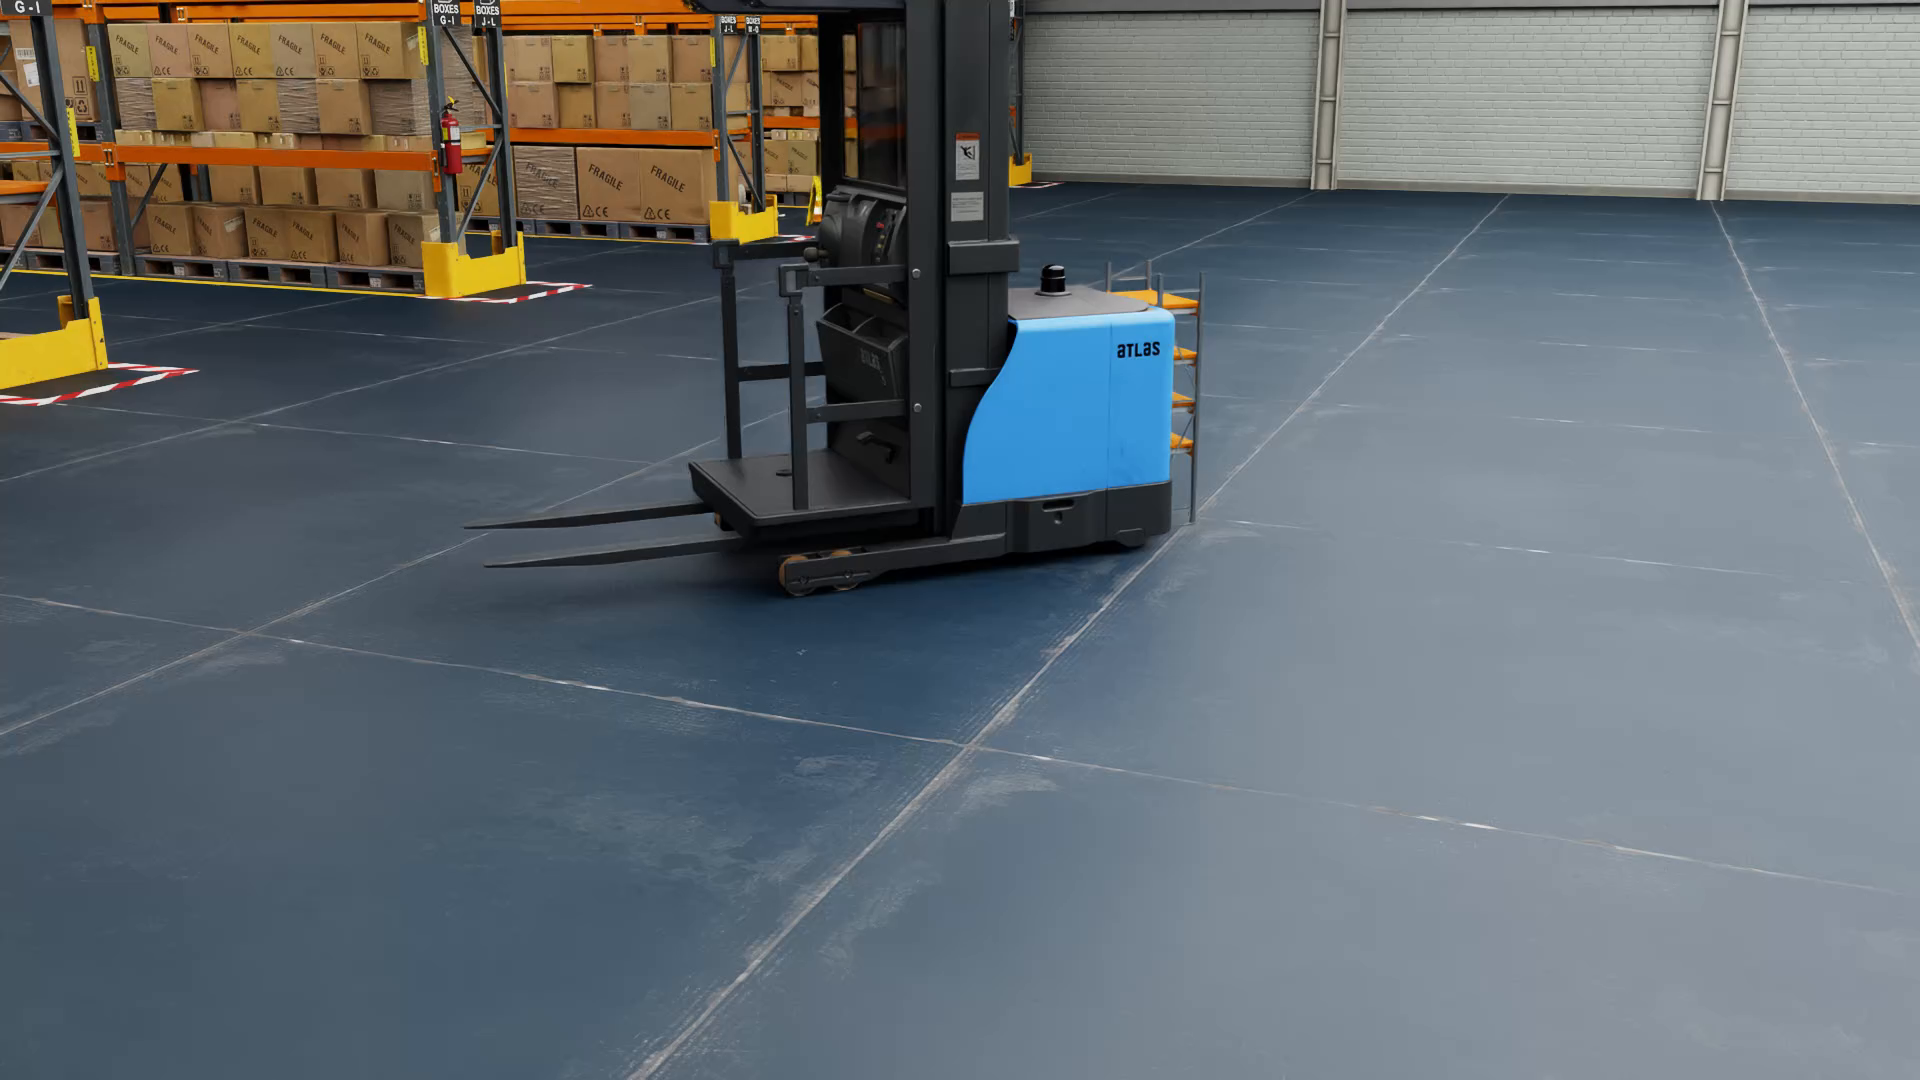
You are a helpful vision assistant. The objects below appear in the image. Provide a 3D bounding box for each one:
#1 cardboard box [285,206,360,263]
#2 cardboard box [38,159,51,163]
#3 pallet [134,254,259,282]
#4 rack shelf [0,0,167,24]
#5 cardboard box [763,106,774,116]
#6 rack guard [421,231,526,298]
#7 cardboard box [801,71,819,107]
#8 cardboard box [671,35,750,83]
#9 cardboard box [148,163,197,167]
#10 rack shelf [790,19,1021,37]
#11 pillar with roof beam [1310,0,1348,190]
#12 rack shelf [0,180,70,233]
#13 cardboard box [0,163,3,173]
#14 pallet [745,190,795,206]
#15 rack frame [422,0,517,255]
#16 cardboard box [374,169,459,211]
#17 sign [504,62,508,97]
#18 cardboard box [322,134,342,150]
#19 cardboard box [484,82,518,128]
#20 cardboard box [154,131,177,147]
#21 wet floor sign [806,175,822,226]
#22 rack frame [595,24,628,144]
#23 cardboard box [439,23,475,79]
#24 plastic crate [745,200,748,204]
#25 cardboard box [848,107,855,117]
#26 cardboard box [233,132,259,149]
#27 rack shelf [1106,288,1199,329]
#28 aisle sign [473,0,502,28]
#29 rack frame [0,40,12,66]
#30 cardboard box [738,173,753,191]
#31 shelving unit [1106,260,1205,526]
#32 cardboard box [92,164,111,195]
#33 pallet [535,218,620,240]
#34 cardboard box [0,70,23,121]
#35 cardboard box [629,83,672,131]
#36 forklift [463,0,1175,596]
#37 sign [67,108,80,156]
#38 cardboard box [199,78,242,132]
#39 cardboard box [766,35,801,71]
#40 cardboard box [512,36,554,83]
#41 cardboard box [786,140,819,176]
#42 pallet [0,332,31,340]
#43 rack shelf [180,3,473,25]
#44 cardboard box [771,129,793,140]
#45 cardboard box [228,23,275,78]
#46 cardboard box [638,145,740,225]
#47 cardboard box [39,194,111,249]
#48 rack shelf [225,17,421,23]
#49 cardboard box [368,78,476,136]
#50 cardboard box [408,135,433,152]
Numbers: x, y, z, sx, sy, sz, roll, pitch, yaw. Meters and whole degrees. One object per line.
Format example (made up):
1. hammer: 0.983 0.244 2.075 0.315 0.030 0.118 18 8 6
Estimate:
1. cardboard box: -6.280 -3.028 16.455 0.500 0.500 0.500 8 18 26
2. cardboard box: -12.723 -5.505 23.640 0.500 0.250 0.500 7 18 22
3. pallet: -7.644 -2.848 17.105 1.213 0.211 1.003 6 17 21
4. rack shelf: -10.142 -5.546 17.309 4.000 0.370 1.077 6 17 21
5. cardboard box: -2.766 -6.431 24.897 0.250 0.149 0.380 6 17 21
6. rack guard: -4.631 -2.645 15.888 0.348 0.500 1.175 6 17 21
7. cardboard box: -1.995 -6.635 24.436 0.500 0.500 0.500 6 17 21
8. cardboard box: -2.978 -5.752 19.902 0.550 0.550 0.875 6 17 21
9. cardboard box: -10.821 -5.295 22.919 0.500 0.250 0.500 6 17 19
10. rack shelf: -0.967 -8.995 29.188 4.000 0.370 1.077 6 17 21
11. pillar with roof beam: 4.578 -9.151 23.055 0.400 9.000 9.100 6 17 21
12. rack shelf: -8.239 -2.412 11.892 4.000 0.370 1.077 6 17 21
13. cardboard box: -14.236 -5.428 24.285 0.250 0.149 0.380 7 18 22
14. pallet: -2.869 -5.294 25.530 1.213 0.211 1.003 6 17 21
15. rack frame: -4.561 -3.838 15.512 0.127 3.000 1.000 6 17 21
16. cardboard box: -6.978 -4.684 21.711 0.750 0.750 1.050 6 17 20
17. sign: -4.362 -4.394 15.876 0.005 0.325 0.100 6 17 21
18. cardboard box: -5.830 -3.796 15.821 0.250 0.149 0.380 6 17 21
19. cardboard box: -5.500 -5.510 21.003 0.550 0.550 0.875 6 17 21
20. cardboard box: -7.722 -3.979 16.449 0.250 0.149 0.380 6 17 21
21. wet floor sign: -1.893 -4.494 21.995 0.232 0.644 0.267 3 17 11
22. rack frame: -6.549 -8.514 31.620 0.127 3.000 1.000 6 17 21
23. cardboard box: -4.972 -4.636 15.755 0.500 0.500 0.500 6 17 21
24. plastic crate: -3.486 -5.042 24.896 0.583 0.080 0.402 0 16 1
25. cardboard box: -1.627 -6.267 24.331 0.250 0.149 0.380 6 17 20
26. cardboard box: -6.792 -3.876 16.096 0.250 0.149 0.380 6 17 21
27. rack shelf: 0.909 -1.078 7.826 0.258 0.148 0.480 -7 18 -23
28. aisle sign: -4.393 -5.157 15.396 0.004 0.787 0.394 6 17 21
29. rack frame: -13.810 -6.341 24.136 0.127 3.000 1.000 6 17 21
30. cardboard box: -3.201 -5.462 25.288 0.500 0.250 0.500 6 17 20
31. shelving unit: 0.909 -0.701 7.935 0.258 1.200 0.503 -7 18 -23
32. cardboard box: -11.776 -5.037 23.373 0.500 0.500 0.500 5 17 18
33. pallet: -4.550 -3.961 20.940 1.213 0.211 1.003 6 17 21
34. cardboard box: -9.928 -4.651 17.377 0.637 0.503 0.797 8 18 26
35. cardboard box: -3.528 -5.262 20.151 0.550 0.550 0.875 6 17 21
36. forklift: -0.604 -1.342 7.041 3.031 2.935 1.130 -7 18 -22
37. sign: -6.172 -2.828 11.539 0.005 0.325 0.100 6 17 21
38. cardboard box: -6.931 -4.290 16.359 0.500 0.500 0.875 6 17 21
39. cardboard box: -2.460 -7.154 24.429 0.500 0.500 0.700 6 17 20
40. cardboard box: -5.031 -5.950 20.582 0.550 0.550 0.875 6 17 21
41. cardboard box: -2.252 -5.716 24.816 0.500 0.500 0.500 7 18 23
42. pallet: -7.220 -1.294 11.752 1.213 0.211 1.003 6 17 21
43. rack shelf: -8.228 -6.822 21.704 4.000 0.370 1.077 6 17 21
44. cardboard box: -2.609 -6.049 24.800 0.250 0.149 0.380 7 18 23
45. cardboard box: -6.557 -4.656 15.823 0.500 0.500 0.500 6 17 21
46. cardboard box: -3.302 -4.347 20.325 0.875 0.875 0.875 6 17 21
47. cardboard box: -9.282 -3.380 17.629 0.500 0.500 0.700 6 17 20
48. rack shelf: -10.227 -8.526 27.571 4.000 0.370 1.077 6 17 21
49. cardboard box: -5.062 -4.092 15.675 0.500 0.500 0.875 6 17 21
50. cardboard box: -4.902 -3.693 15.463 0.250 0.149 0.380 6 17 21
